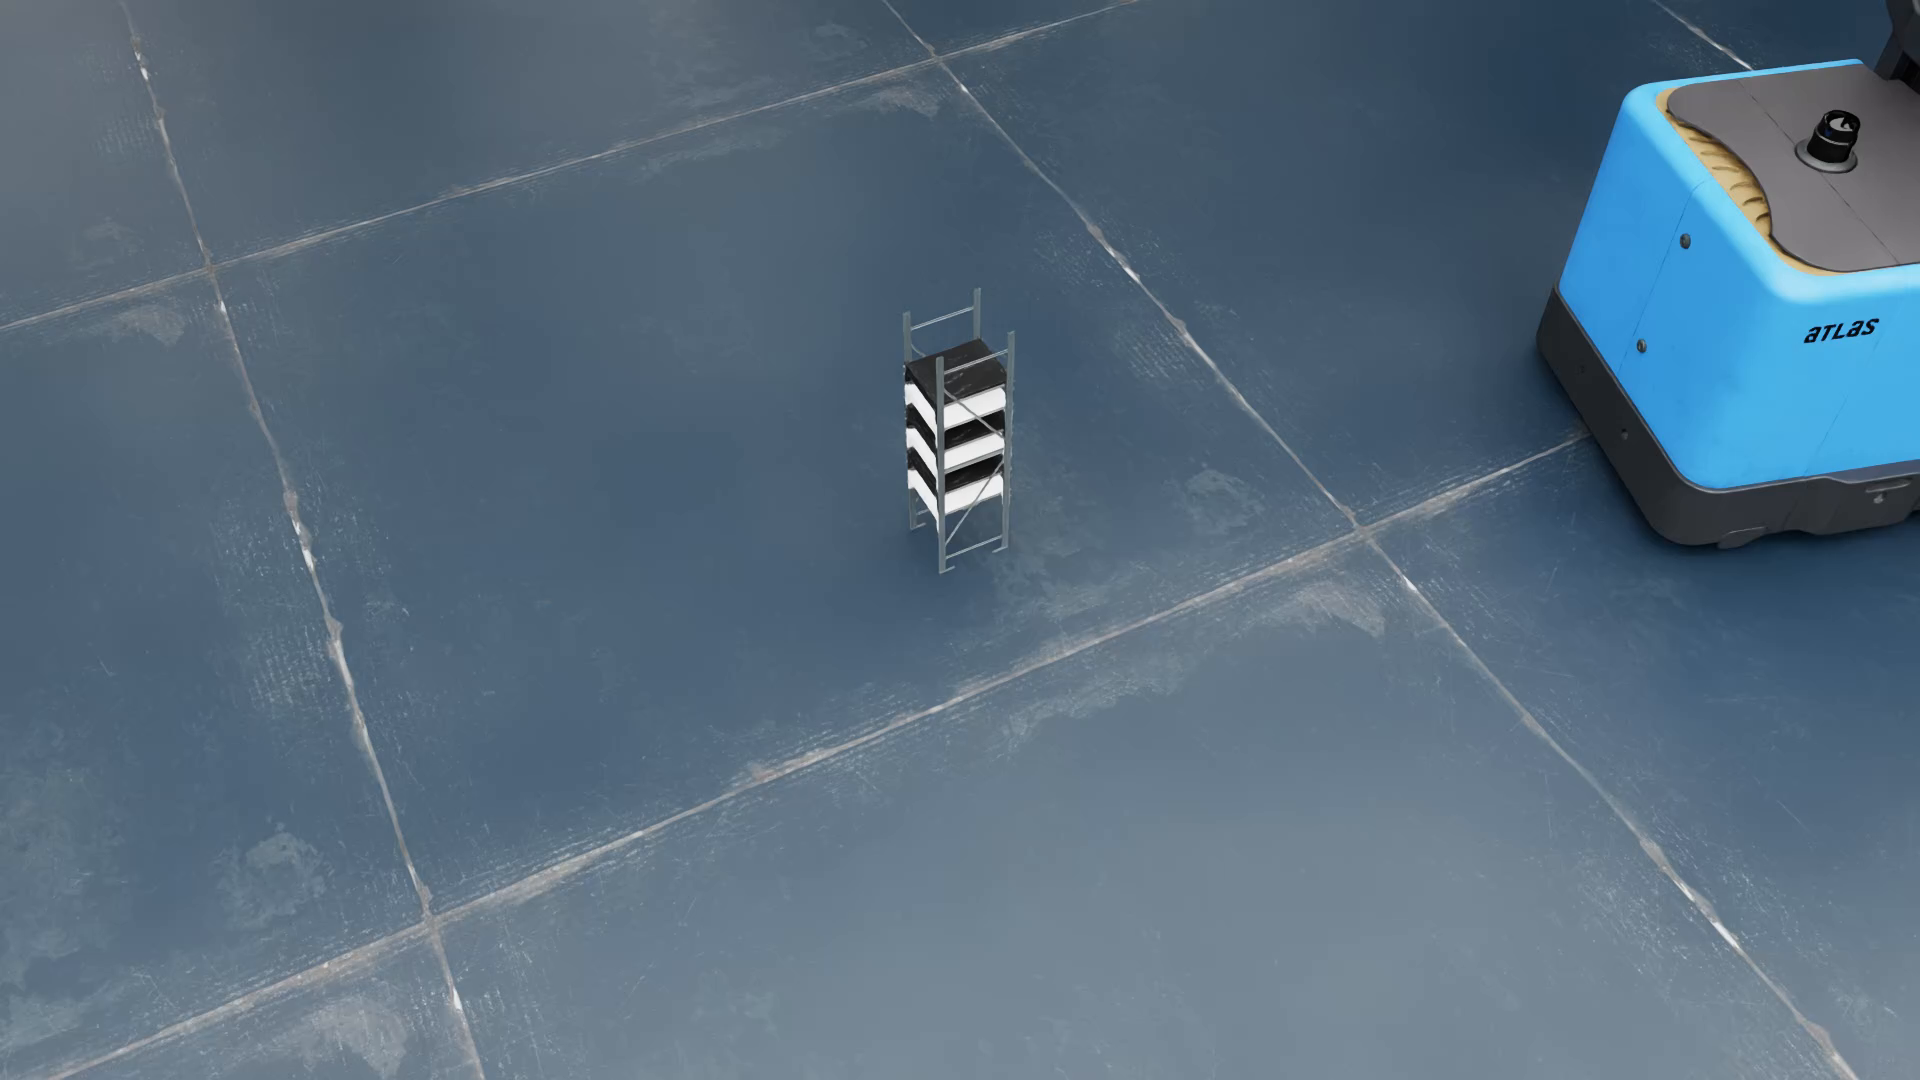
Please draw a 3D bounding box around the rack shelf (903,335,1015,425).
[{"bbox_3d":[-0.004,-0.458,4.738,0.258,0.077,0.200,-21,52,-18],"label":"rack shelf"}]

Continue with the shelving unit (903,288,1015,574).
[{"bbox_3d":[-0.004,-0.302,4.916,0.258,0.900,0.210,-21,52,-18],"label":"shelving unit"}]

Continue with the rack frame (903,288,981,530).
[{"bbox_3d":[-0.050,-0.370,4.976,0.240,0.900,0.006,-21,52,-18],"label":"rack frame"}]

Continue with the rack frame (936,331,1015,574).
[{"bbox_3d":[0.043,-0.234,4.857,0.240,0.900,0.006,-21,52,-18],"label":"rack frame"}]

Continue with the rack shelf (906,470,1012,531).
[{"bbox_3d":[-0.004,-0.161,5.077,0.258,0.077,0.200,-21,52,-18],"label":"rack shelf"}]

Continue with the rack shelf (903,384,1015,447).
[{"bbox_3d":[-0.004,-0.398,4.806,0.258,0.077,0.200,-21,52,-18],"label":"rack shelf"}]

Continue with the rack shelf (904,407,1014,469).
[{"bbox_3d":[-0.004,-0.339,4.873,0.258,0.077,0.200,-21,52,-18],"label":"rack shelf"}]

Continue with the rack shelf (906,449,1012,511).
[{"bbox_3d":[-0.004,-0.221,5.009,0.258,0.077,0.200,-21,52,-18],"label":"rack shelf"}]

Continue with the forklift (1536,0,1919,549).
[{"bbox_3d":[3.562,-1.495,4.610,3.031,2.935,1.130,-8,49,-7],"label":"forklift"}]

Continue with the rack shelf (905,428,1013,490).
[{"bbox_3d":[-0.004,-0.280,4.941,0.258,0.077,0.200,-21,52,-18],"label":"rack shelf"}]
